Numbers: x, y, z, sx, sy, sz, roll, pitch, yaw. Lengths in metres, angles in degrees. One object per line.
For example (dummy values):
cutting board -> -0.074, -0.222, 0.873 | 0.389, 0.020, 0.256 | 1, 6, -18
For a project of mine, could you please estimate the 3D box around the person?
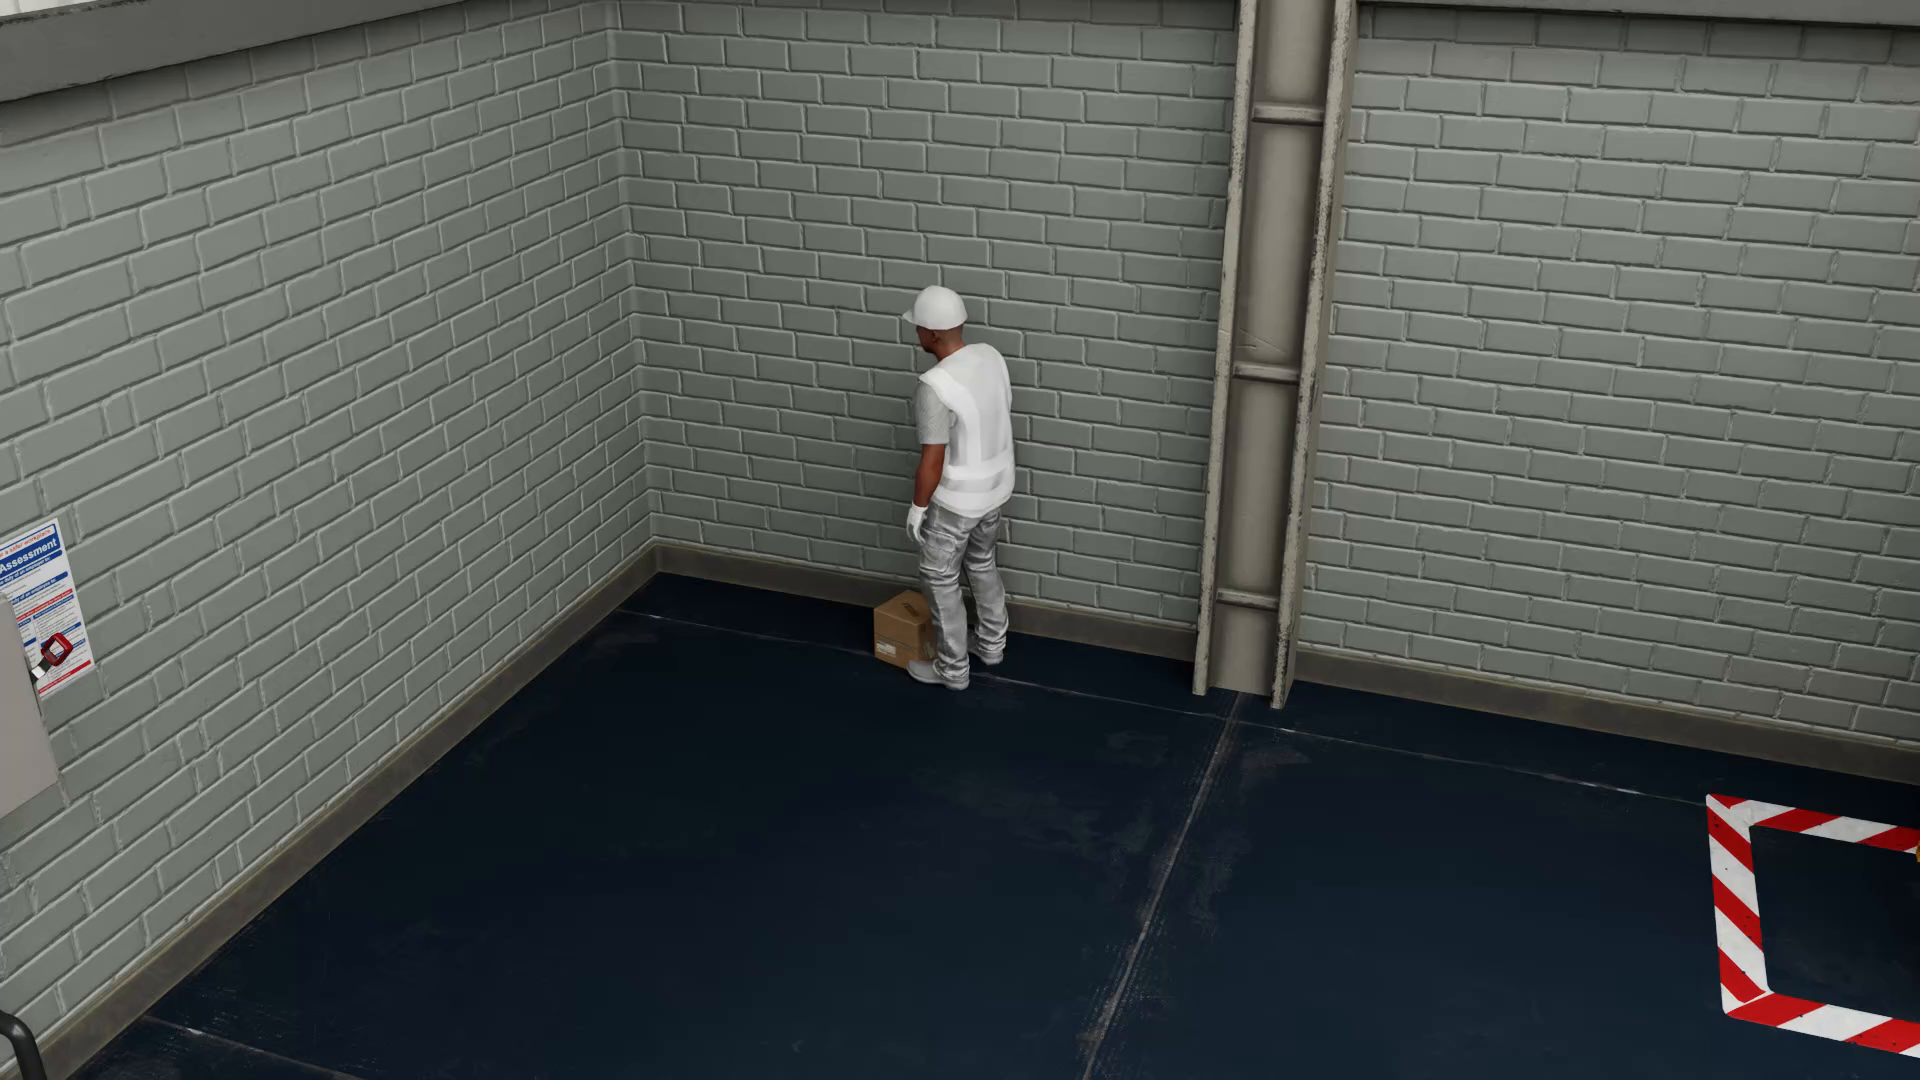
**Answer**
person -> -0.015, -0.211, 7.042 | 0.451, 1.772, 0.624 | 17, 30, 31
